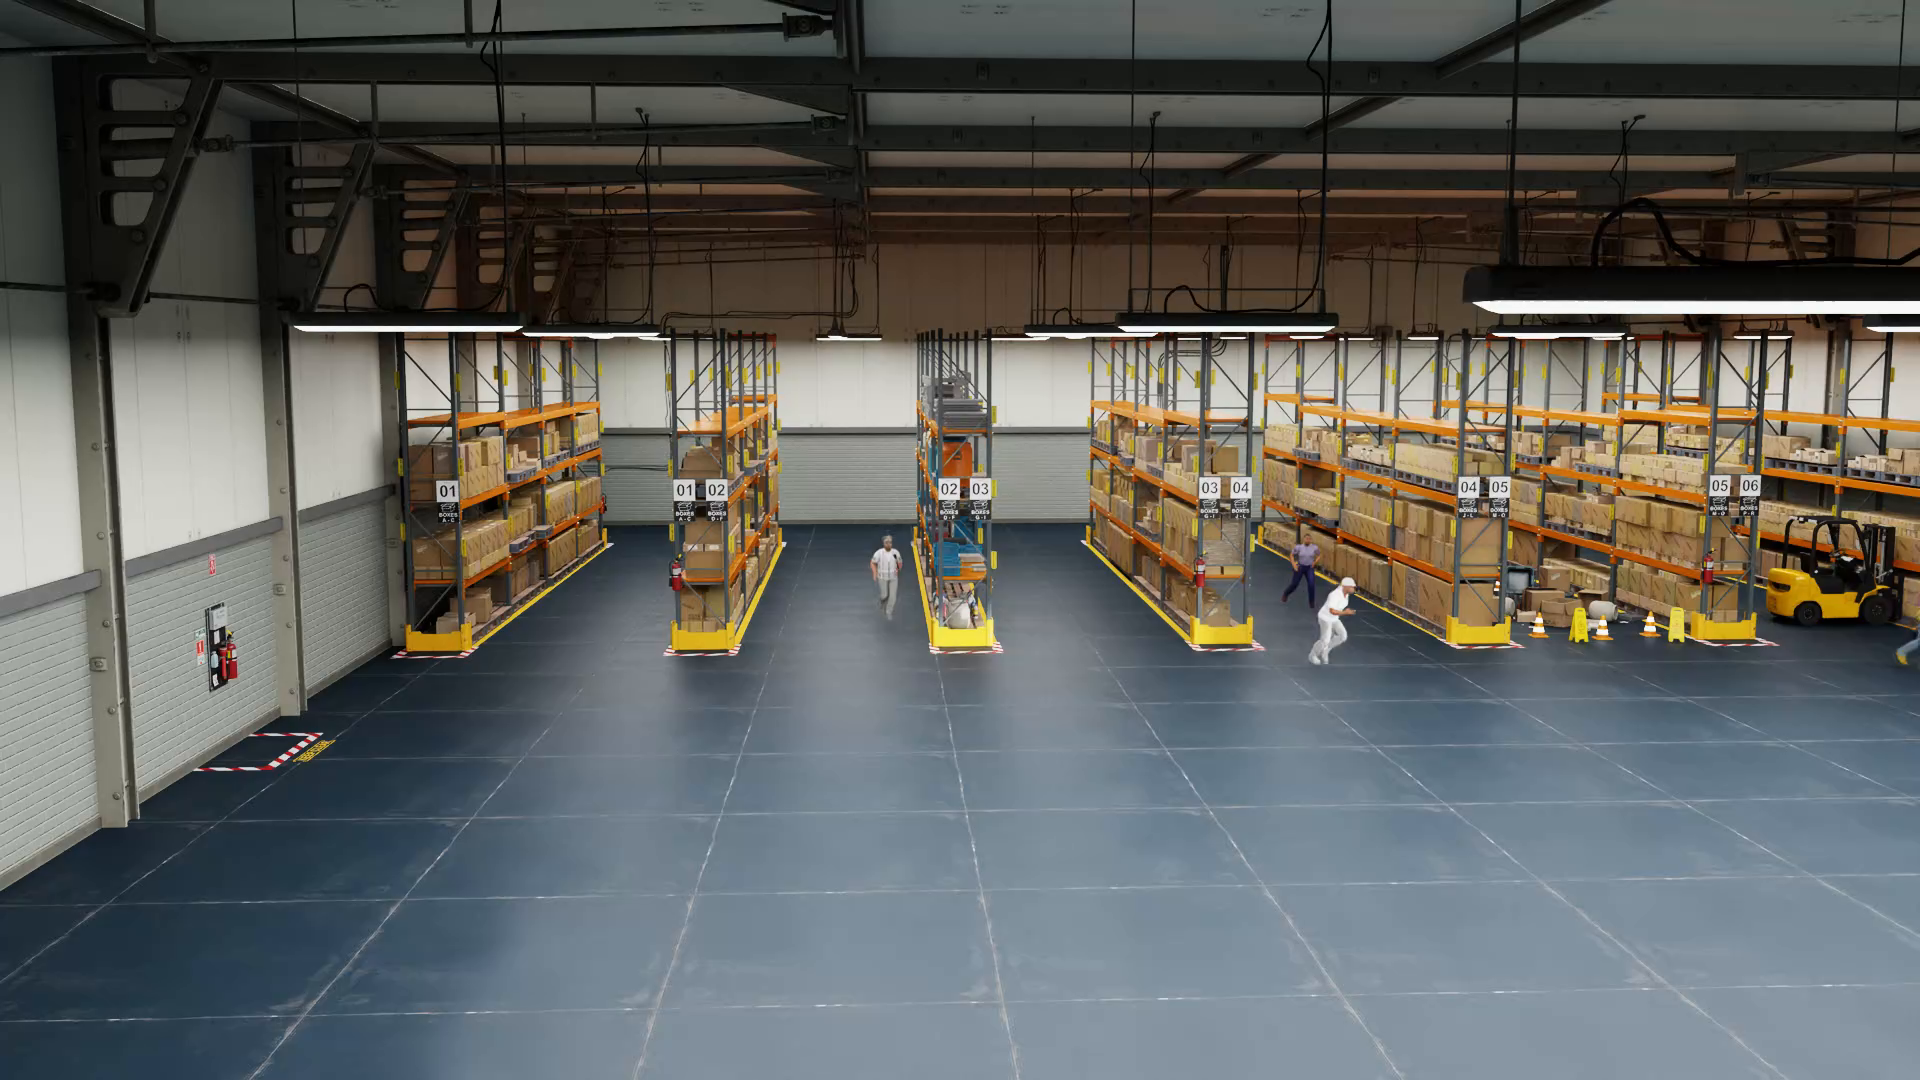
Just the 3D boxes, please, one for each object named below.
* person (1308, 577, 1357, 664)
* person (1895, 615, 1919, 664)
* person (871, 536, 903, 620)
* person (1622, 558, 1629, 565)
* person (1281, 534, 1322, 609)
[{"bbox_3d":[6.676,1.432,29.655,0.912,1.588,0.740,5,8,36],"label":"person"},{"bbox_3d":[16.944,1.485,29.092,0.743,1.714,1.056,-4,8,-32],"label":"person"},{"bbox_3d":[-1.486,0.774,34.260,0.656,1.740,0.601,-2,7,-13],"label":"person"},{"bbox_3d":[16.187,0.199,39.836,0.658,1.734,1.032,-1,7,-6],"label":"person"},{"bbox_3d":[7.490,0.677,36.340,0.838,1.653,0.616,0,7,1],"label":"person"}]
